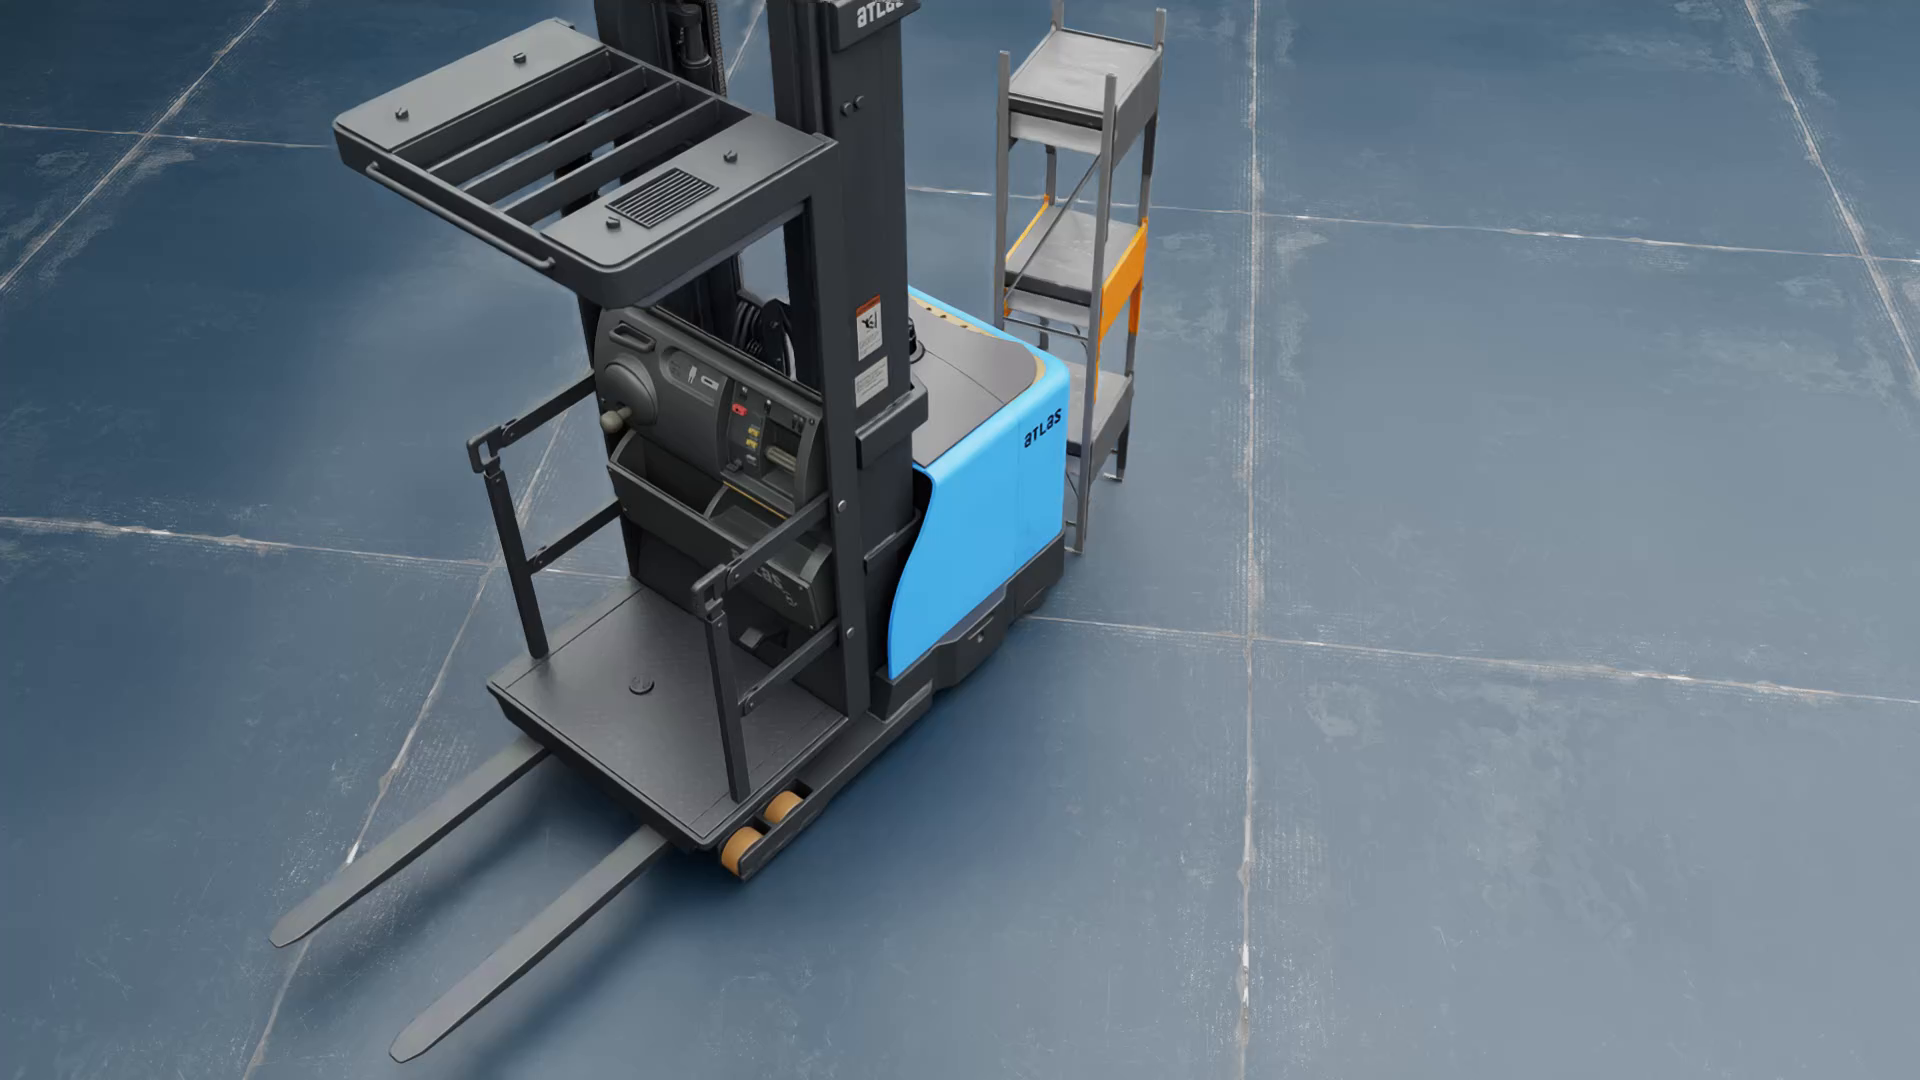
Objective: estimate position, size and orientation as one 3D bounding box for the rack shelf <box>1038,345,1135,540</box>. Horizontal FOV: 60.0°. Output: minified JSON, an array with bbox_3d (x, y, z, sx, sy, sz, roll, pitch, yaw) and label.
[{"bbox_3d":[0.409,-0.393,6.676,0.431,0.518,0.480,17,46,17],"label":"rack shelf"}]

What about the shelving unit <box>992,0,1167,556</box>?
[{"bbox_3d":[0.409,-0.911,6.185,0.431,2.100,0.503,17,46,17],"label":"shelving unit"}]

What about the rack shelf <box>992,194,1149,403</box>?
[{"bbox_3d":[0.409,-0.901,6.195,0.431,0.518,0.480,17,46,17],"label":"rack shelf"}]

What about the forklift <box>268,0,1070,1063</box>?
[{"bbox_3d":[-0.919,-0.333,4.970,1.130,2.935,3.031,30,51,27],"label":"forklift"}]

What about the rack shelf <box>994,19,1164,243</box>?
[{"bbox_3d":[0.409,-1.410,5.713,0.431,0.518,0.480,17,46,17],"label":"rack shelf"}]

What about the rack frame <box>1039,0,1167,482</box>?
[{"bbox_3d":[0.506,-1.065,6.348,0.400,2.100,0.015,17,46,17],"label":"rack frame"}]

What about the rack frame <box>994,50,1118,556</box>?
[{"bbox_3d":[0.311,-0.757,6.023,0.400,2.100,0.015,17,46,17],"label":"rack frame"}]
